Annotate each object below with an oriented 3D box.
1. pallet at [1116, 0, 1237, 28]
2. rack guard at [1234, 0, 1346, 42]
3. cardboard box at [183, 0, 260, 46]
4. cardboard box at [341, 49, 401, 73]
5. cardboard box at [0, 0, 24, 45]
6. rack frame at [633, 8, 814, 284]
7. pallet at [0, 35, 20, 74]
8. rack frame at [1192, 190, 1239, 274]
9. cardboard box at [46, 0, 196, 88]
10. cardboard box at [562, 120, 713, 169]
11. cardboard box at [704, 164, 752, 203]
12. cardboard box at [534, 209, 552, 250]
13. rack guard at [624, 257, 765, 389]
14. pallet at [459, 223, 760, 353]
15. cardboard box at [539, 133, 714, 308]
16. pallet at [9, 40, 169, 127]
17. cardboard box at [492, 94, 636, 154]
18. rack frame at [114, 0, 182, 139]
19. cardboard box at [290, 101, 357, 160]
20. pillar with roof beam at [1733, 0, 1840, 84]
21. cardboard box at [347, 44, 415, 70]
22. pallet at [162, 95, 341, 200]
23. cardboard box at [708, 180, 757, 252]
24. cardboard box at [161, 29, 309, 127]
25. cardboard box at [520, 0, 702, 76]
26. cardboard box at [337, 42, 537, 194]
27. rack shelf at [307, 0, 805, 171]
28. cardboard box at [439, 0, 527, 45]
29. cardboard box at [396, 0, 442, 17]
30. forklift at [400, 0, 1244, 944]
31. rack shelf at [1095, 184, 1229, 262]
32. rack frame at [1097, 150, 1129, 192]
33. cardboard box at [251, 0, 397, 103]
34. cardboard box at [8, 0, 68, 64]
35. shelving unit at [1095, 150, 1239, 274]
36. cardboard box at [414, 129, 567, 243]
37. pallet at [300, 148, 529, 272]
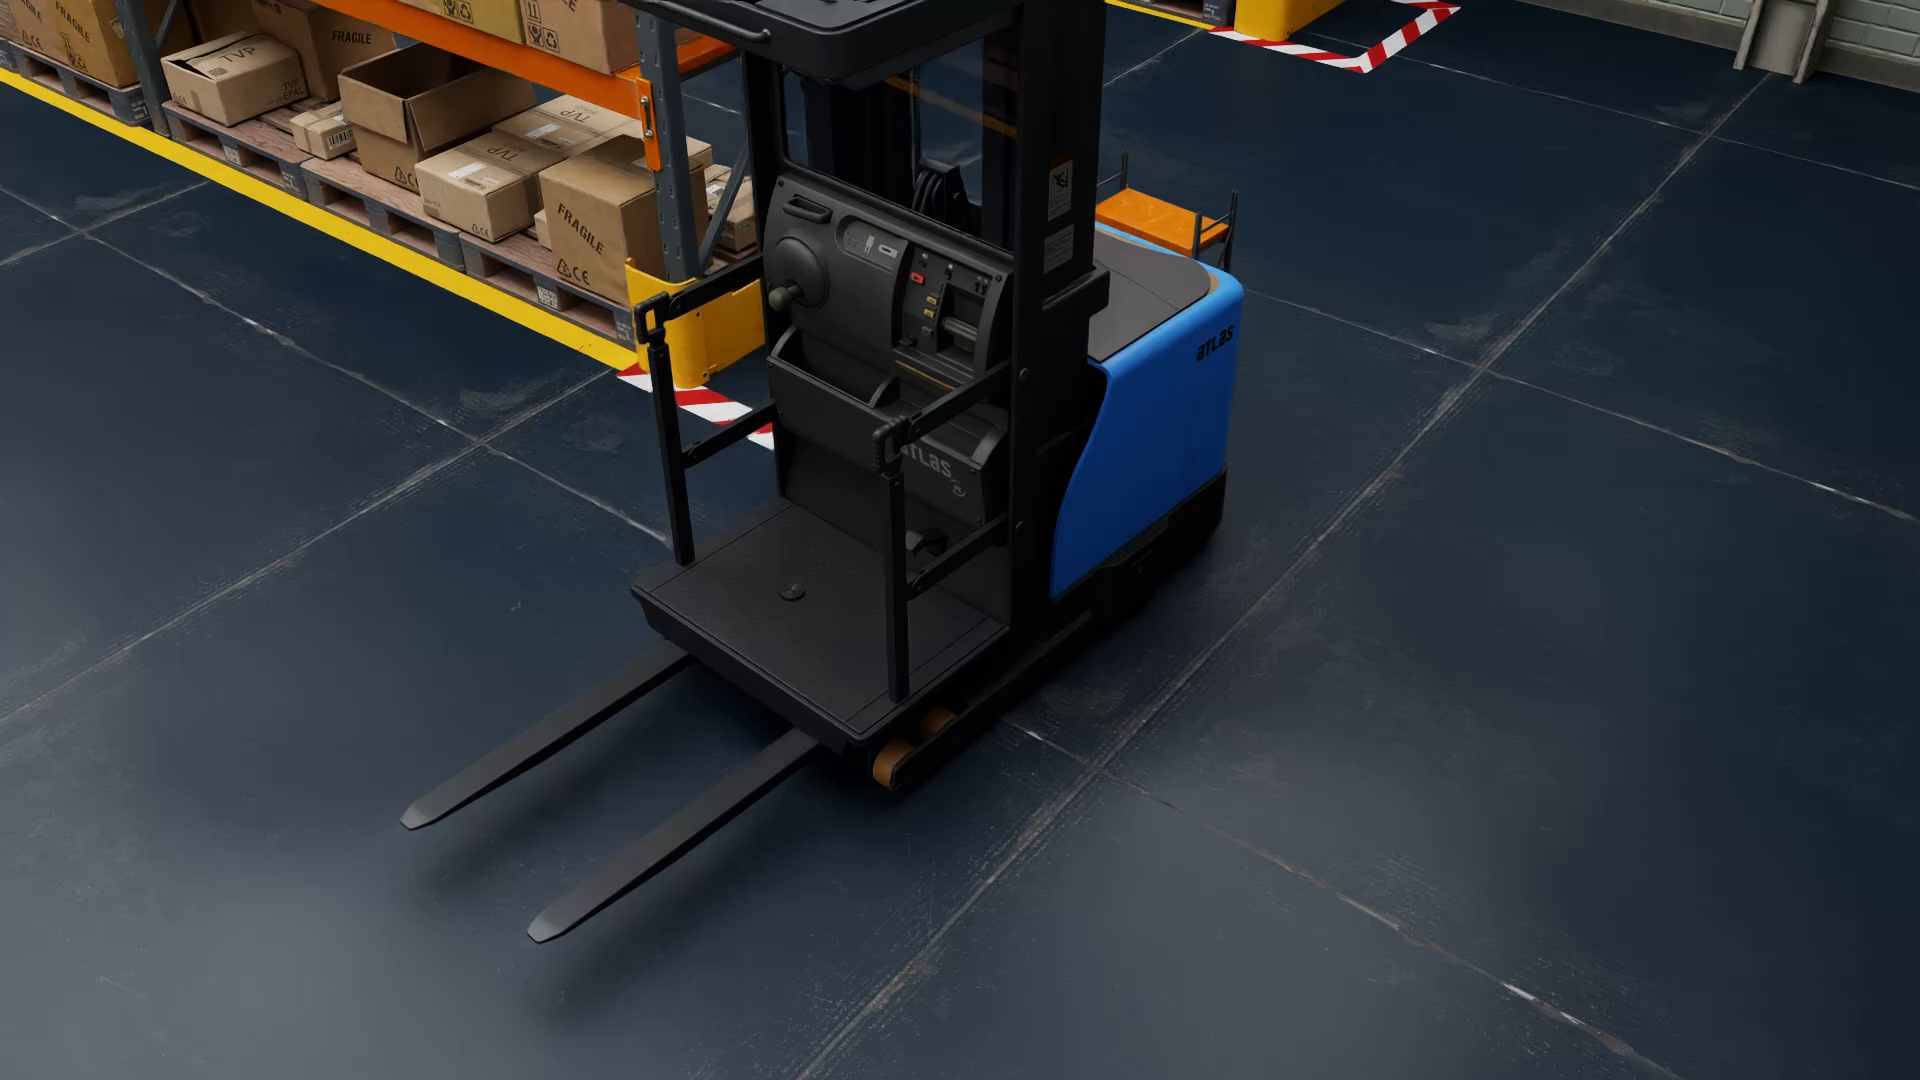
[{"bbox_3d":[1.455,-3.718,10.828,1.213,0.211,1.003,25,45,29],"label":"pallet"},{"bbox_3d":[2.157,-3.562,10.394,0.348,0.500,1.175,25,45,29],"label":"rack guard"},{"bbox_3d":[-4.282,-3.116,9.467,0.500,0.500,0.500,23,44,27],"label":"cardboard box"},{"bbox_3d":[-3.087,-2.491,8.954,0.250,0.149,0.380,25,45,29],"label":"cardboard box"},{"bbox_3d":[-5.398,-3.237,9.622,0.500,0.500,0.500,26,45,29],"label":"cardboard box"},{"bbox_3d":[-0.869,-2.128,6.535,0.127,3.000,1.000,25,45,29],"label":"rack frame"},{"bbox_3d":[-5.688,-3.271,10.257,1.213,0.211,1.003,25,45,29],"label":"pallet"},{"bbox_3d":[0.900,-0.708,6.181,0.015,1.200,0.240,29,46,32],"label":"rack frame"},{"bbox_3d":[-4.612,-2.860,9.140,0.500,0.500,0.500,25,44,28],"label":"cardboard box"},{"bbox_3d":[-1.526,-1.748,7.924,0.500,0.250,0.500,25,45,29],"label":"cardboard box"},{"bbox_3d":[-1.191,-1.604,7.807,0.250,0.166,0.380,25,45,29],"label":"cardboard box"},{"bbox_3d":[-1.717,-1.464,7.629,0.250,0.166,0.380,25,45,29],"label":"cardboard box"},{"bbox_3d":[-0.929,-1.172,7.342,0.348,0.500,1.175,25,45,29],"label":"rack guard"},{"bbox_3d":[-1.563,-1.357,7.812,1.213,0.211,1.003,25,45,29],"label":"pallet"},{"bbox_3d":[-1.450,-1.400,7.276,0.500,0.500,0.500,25,45,29],"label":"cardboard box"},{"bbox_3d":[-4.715,-2.814,9.673,1.213,0.211,1.003,25,45,29],"label":"pallet"},{"bbox_3d":[-1.923,-1.936,8.163,0.500,0.250,0.500,25,45,29],"label":"cardboard box"},{"bbox_3d":[-4.046,-3.626,8.448,0.127,3.000,1.000,25,45,29],"label":"rack frame"},{"bbox_3d":[-3.151,-2.102,8.442,0.250,0.166,0.380,25,45,29],"label":"cardboard box"},{"bbox_3d":[2.192,-4.222,4.342,0.400,9.000,9.100,25,45,29],"label":"pillar with roof beam"},{"bbox_3d":[-2.825,-2.385,8.688,0.500,0.311,0.500,25,45,29],"label":"cardboard box"},{"bbox_3d":[-3.501,-2.270,8.979,1.213,0.211,1.003,25,45,29],"label":"pallet"},{"bbox_3d":[-0.993,-1.504,7.693,0.250,0.149,0.380,25,45,29],"label":"cardboard box"},{"bbox_3d":[-3.844,-2.478,8.805,0.500,0.311,0.500,25,45,29],"label":"cardboard box"},{"bbox_3d":[-1.390,-2.202,6.548,0.500,0.500,0.500,27,45,30],"label":"cardboard box"},{"bbox_3d":[-2.551,-2.115,8.187,0.637,0.503,0.797,25,45,29],"label":"cardboard box"},{"bbox_3d":[-2.457,-2.594,7.713,4.000,0.370,1.077,25,45,29],"label":"rack shelf"},{"bbox_3d":[-1.804,-2.394,6.794,0.500,0.500,0.500,26,45,29],"label":"cardboard box"},{"bbox_3d":[-2.197,-2.584,7.036,0.500,0.500,0.500,26,45,29],"label":"cardboard box"},{"bbox_3d":[-0.376,-0.718,4.790,1.130,2.935,3.031,29,46,32],"label":"forklift"},{"bbox_3d":[0.719,-1.118,6.067,0.480,0.148,0.258,29,46,32],"label":"rack shelf"},{"bbox_3d":[0.537,-0.909,6.437,0.015,1.200,0.240,29,46,32],"label":"rack frame"},{"bbox_3d":[-3.421,-2.741,8.988,0.500,0.500,0.500,25,45,29],"label":"cardboard box"},{"bbox_3d":[-5.000,-3.049,9.382,0.500,0.500,0.500,25,45,29],"label":"cardboard box"},{"bbox_3d":[0.719,-0.808,6.309,0.503,1.200,0.258,29,46,32],"label":"shelving unit"},{"bbox_3d":[-2.187,-1.672,7.826,0.500,0.250,0.500,25,45,29],"label":"cardboard box"},{"bbox_3d":[-2.528,-1.814,8.396,1.213,0.211,1.003,25,45,29],"label":"pallet"}]
